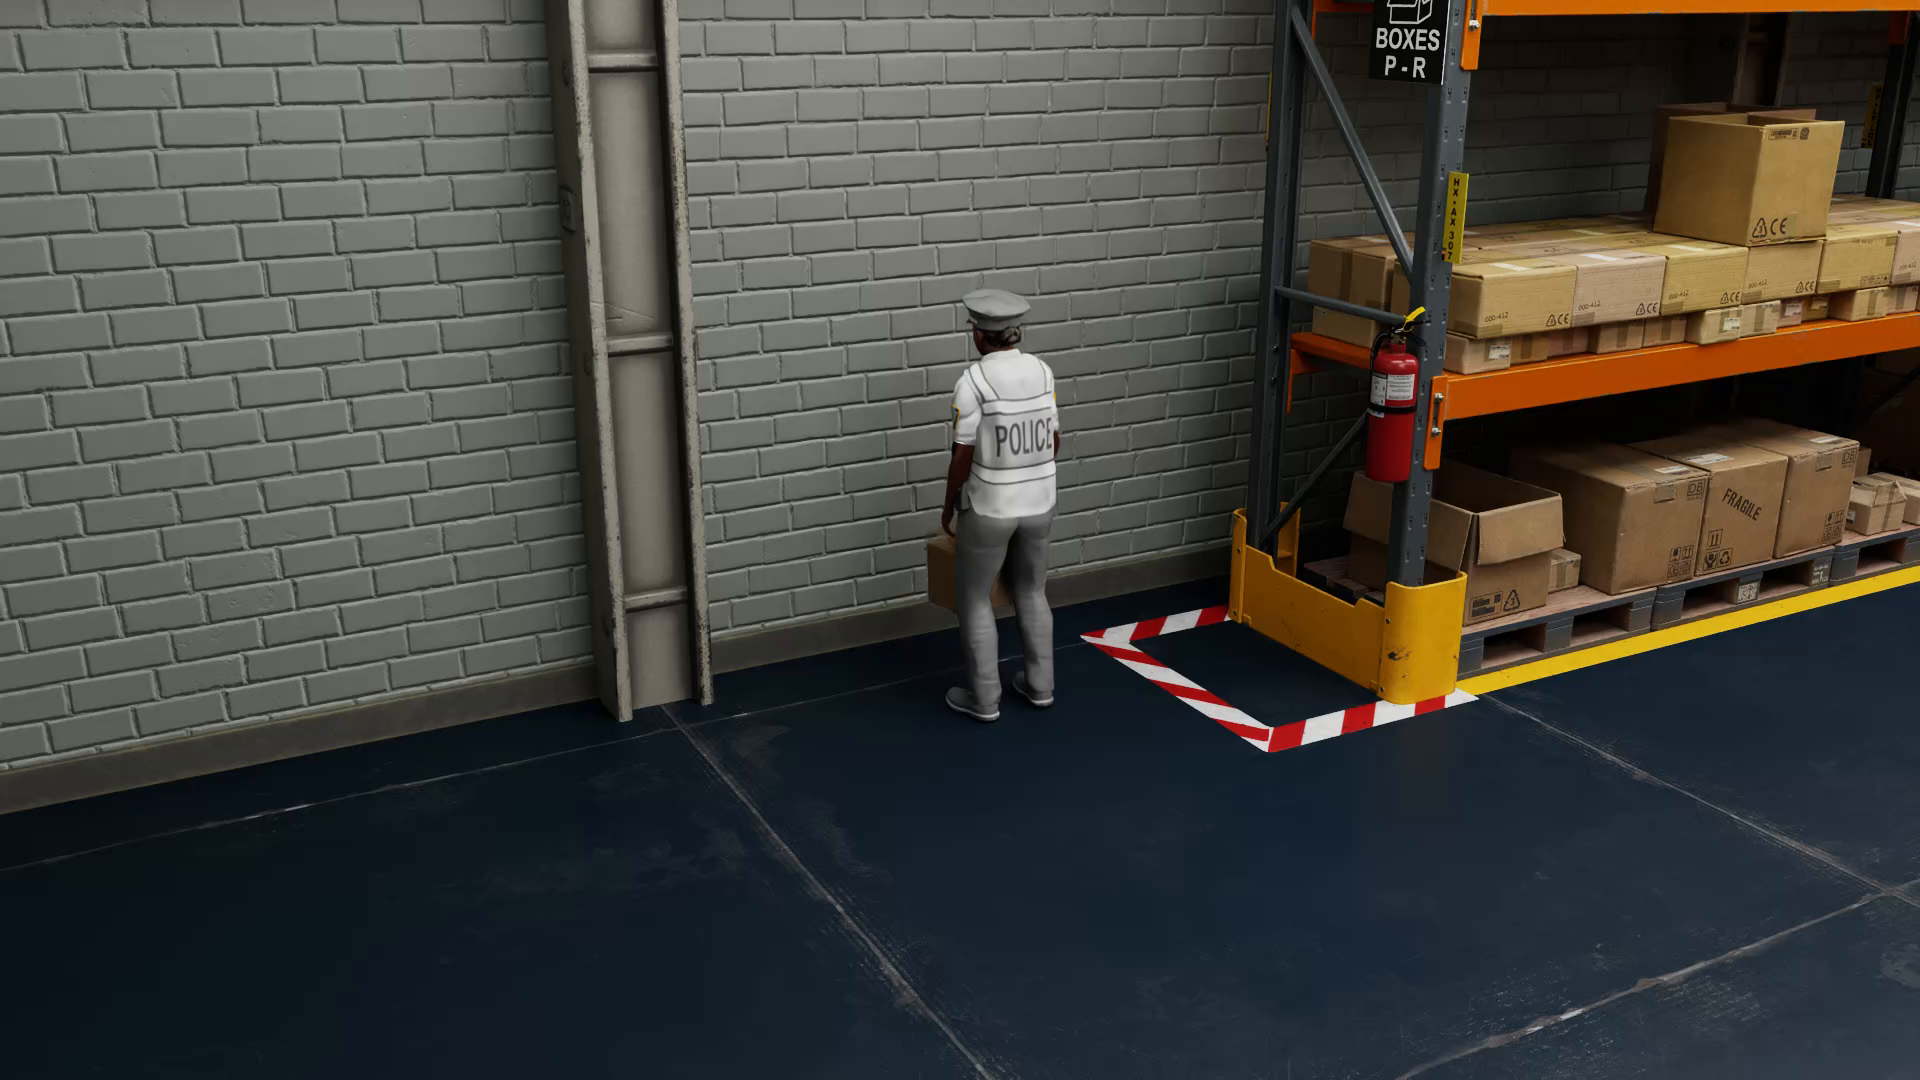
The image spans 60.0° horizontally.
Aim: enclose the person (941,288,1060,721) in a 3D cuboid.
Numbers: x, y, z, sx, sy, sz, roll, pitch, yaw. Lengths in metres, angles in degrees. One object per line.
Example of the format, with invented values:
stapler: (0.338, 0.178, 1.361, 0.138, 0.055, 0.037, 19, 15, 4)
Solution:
person: (0.170, -0.121, 6.403, 0.494, 1.670, 0.370, -10, 21, -28)
